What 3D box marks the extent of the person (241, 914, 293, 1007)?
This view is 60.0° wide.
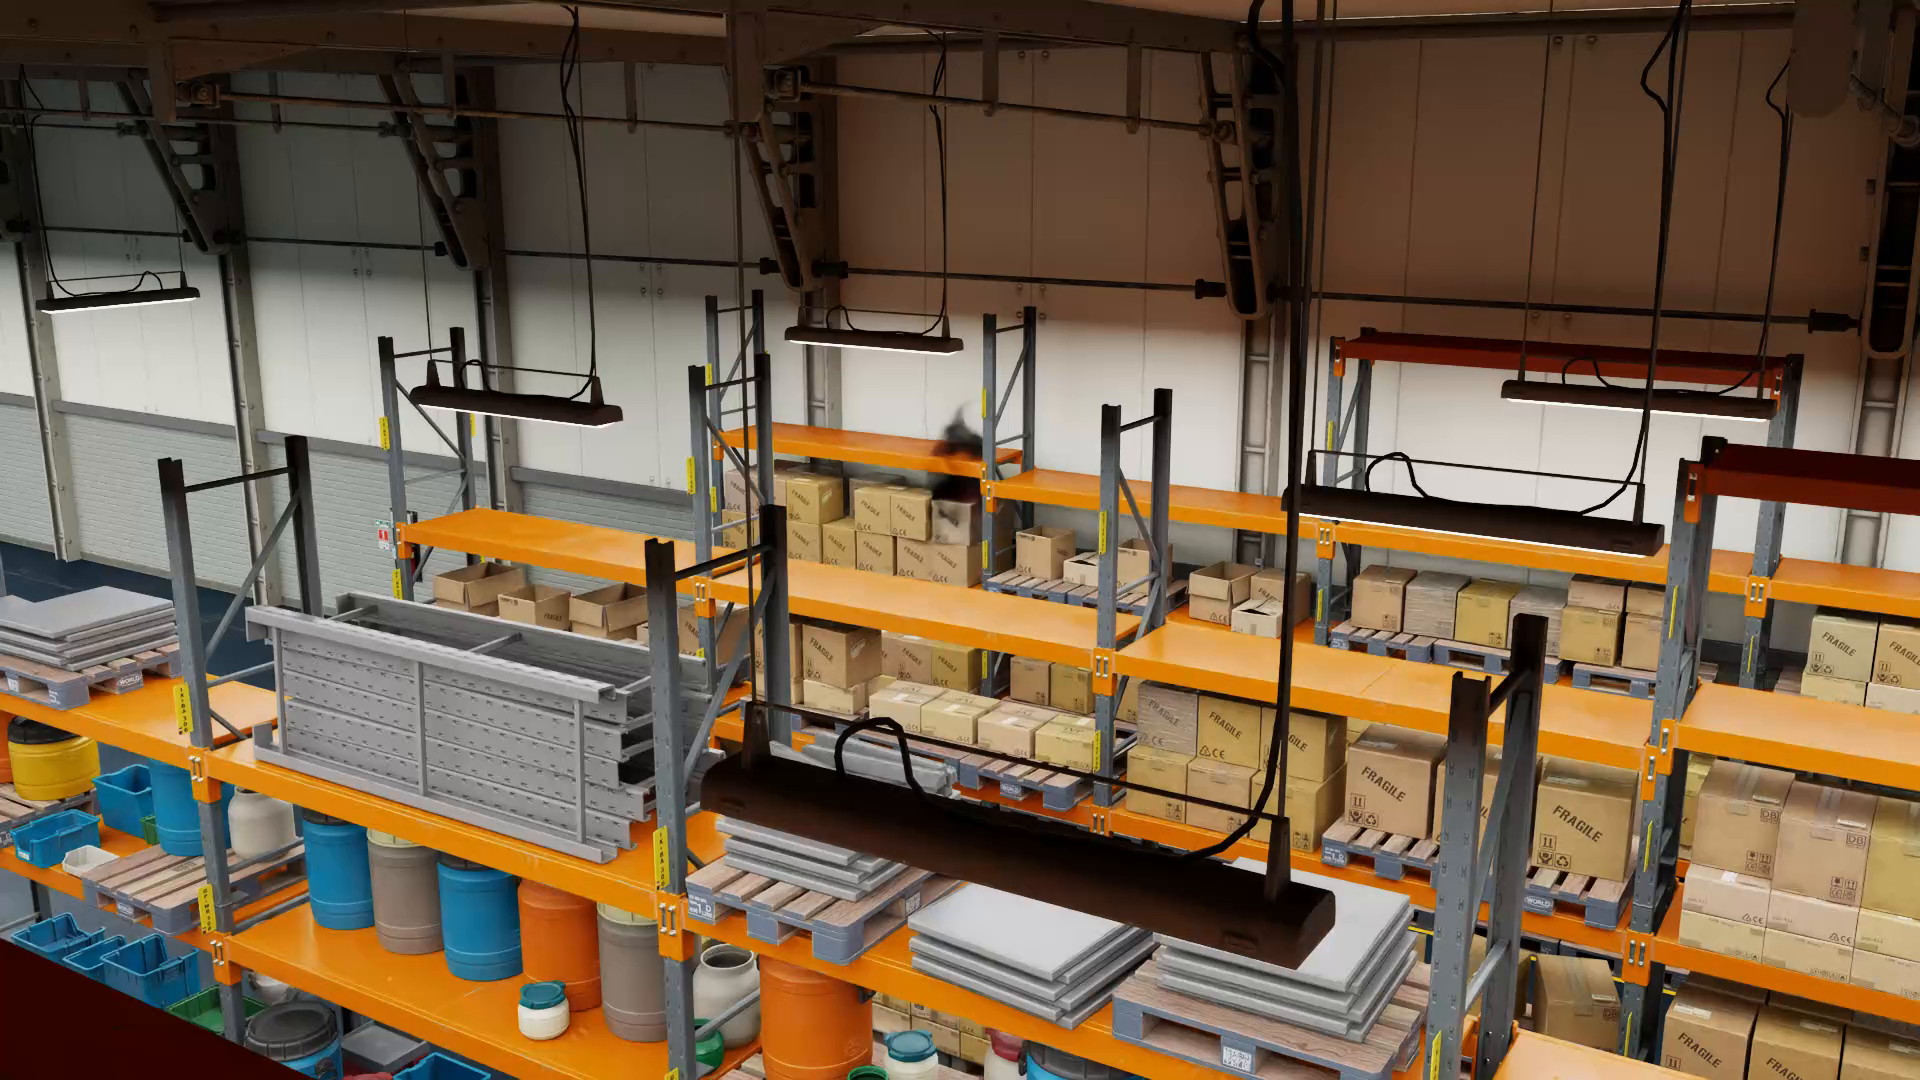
[{"bbox_3d":[-5.917,3.830,14.341,0.783,1.705,0.570,6,15,24],"label":"person"}]
